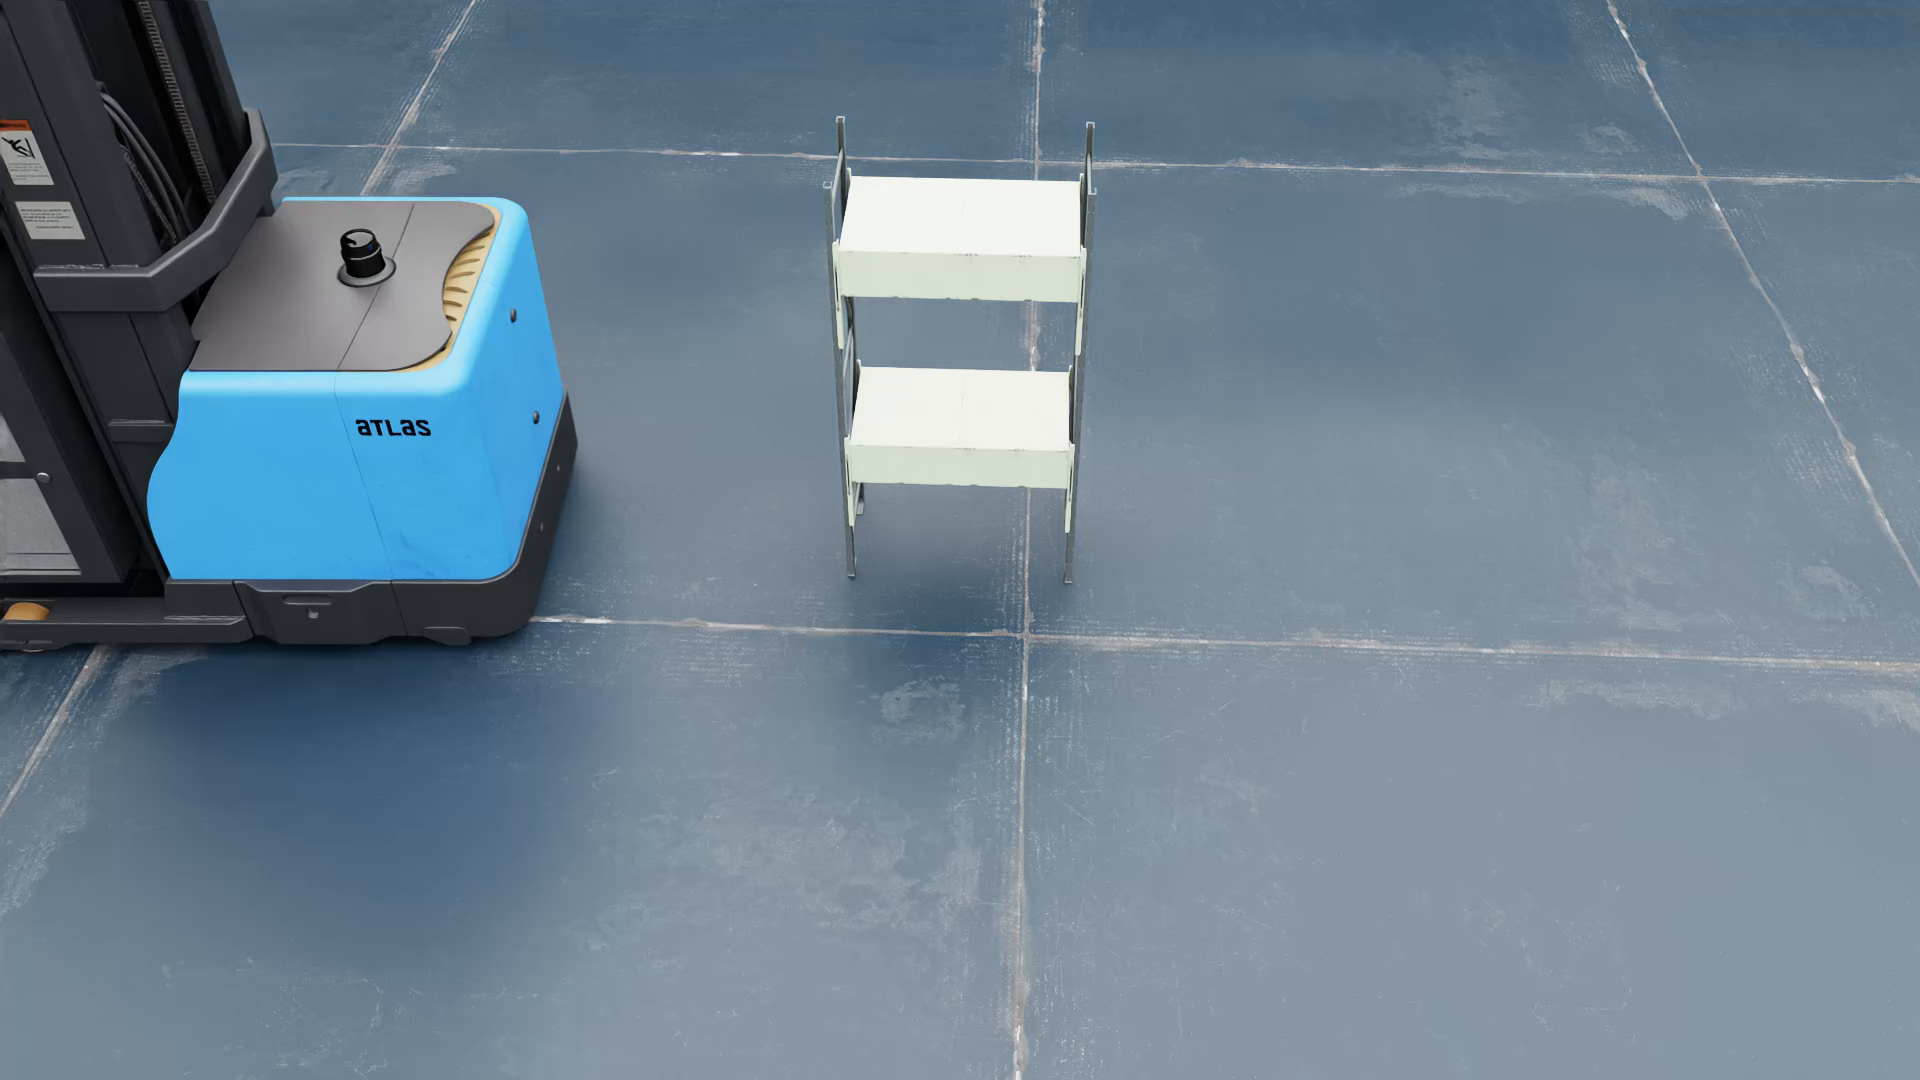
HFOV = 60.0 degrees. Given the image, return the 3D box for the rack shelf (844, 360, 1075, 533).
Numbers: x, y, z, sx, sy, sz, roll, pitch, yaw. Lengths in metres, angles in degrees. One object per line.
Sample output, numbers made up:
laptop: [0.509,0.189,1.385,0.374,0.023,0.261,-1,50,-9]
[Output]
rack shelf: [0.007,-0.310,5.461,0.720,0.370,0.431,2,43,2]

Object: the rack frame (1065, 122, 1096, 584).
rack frame: [0.372,-0.537,5.227,0.023,1.500,0.400,2,43,2]

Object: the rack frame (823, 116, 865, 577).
rack frame: [-0.359,-0.560,5.251,0.023,1.500,0.400,2,43,2]

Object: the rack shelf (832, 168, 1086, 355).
rack shelf: [0.007,-0.834,4.973,0.720,0.370,0.431,2,43,2]

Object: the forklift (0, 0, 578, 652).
forklift: [-2.897,-1.073,4.752,3.031,2.935,1.130,0,43,0]

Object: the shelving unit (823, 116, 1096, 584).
shelving unit: [0.007,-0.549,5.239,0.755,1.500,0.431,2,43,2]
